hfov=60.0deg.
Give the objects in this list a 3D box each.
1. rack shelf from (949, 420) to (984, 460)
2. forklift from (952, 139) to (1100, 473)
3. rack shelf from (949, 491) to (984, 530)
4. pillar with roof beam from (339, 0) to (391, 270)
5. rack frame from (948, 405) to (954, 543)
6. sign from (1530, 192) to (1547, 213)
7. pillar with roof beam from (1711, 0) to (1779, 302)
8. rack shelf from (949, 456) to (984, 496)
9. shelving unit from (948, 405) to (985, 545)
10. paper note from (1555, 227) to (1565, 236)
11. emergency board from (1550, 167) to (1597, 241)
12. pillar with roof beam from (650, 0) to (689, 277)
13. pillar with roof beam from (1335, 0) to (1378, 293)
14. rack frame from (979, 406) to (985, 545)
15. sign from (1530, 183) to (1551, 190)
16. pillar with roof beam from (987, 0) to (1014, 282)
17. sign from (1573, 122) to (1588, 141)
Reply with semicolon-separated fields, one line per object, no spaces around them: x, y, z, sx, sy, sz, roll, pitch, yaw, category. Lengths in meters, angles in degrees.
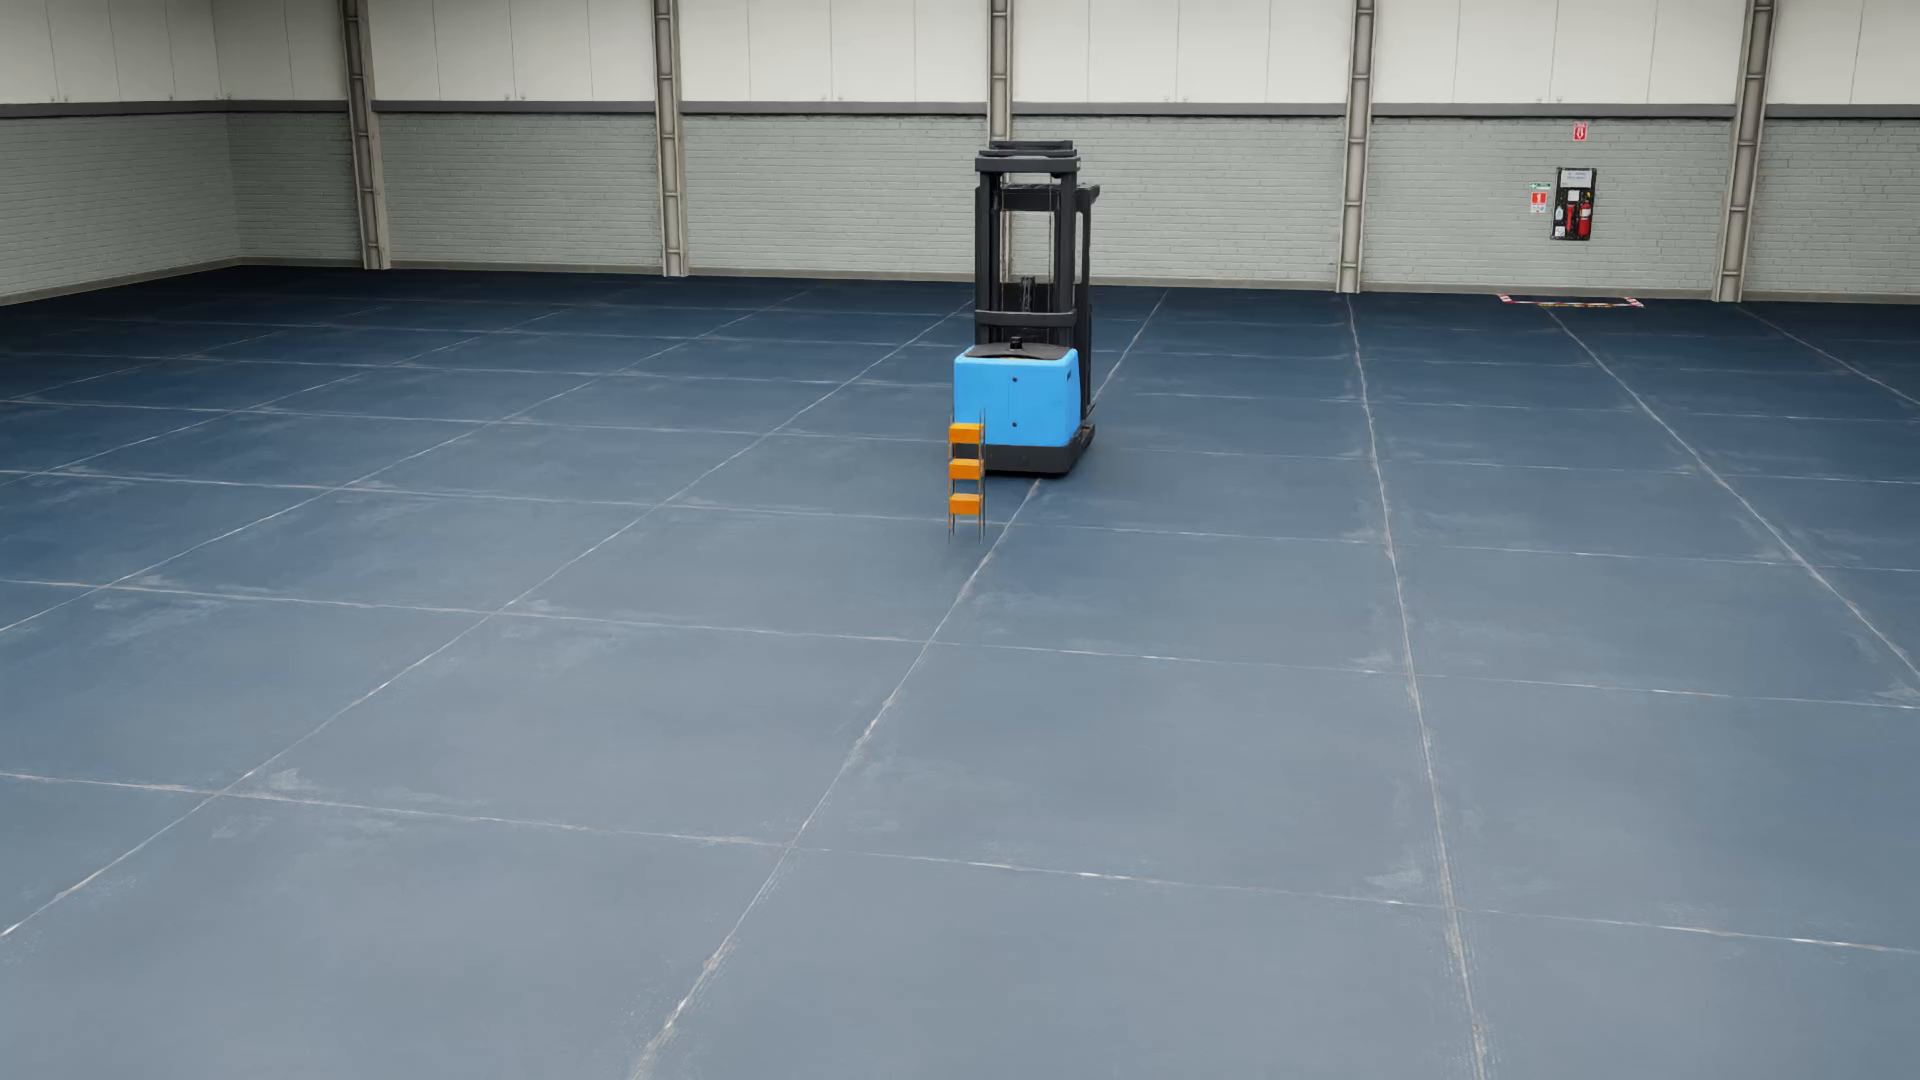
0.052;-0.766;12.769;0.240;0.259;0.215;3;16;11;rack shelf
0.733;-2.362;16.027;1.130;2.935;3.031;3;16;11;forklift
0.052;-0.225;12.919;0.240;0.259;0.215;3;16;11;rack shelf
-11.932;-8.374;26.365;0.400;9.000;9.100;3;16;11;pillar with roof beam
-0.067;-0.510;12.865;0.008;1.050;0.200;3;16;11;rack frame
9.509;-5.547;27.332;0.234;0.329;0.001;3;16;11;sign
11.586;-7.097;21.756;0.400;9.000;9.100;3;16;11;pillar with roof beam
0.052;-0.493;12.844;0.240;0.259;0.215;3;16;11;rack shelf
0.052;-0.503;12.842;0.252;1.050;0.215;3;16;11;shelving unit
9.871;-5.077;27.350;0.142;0.148;0.016;3;16;11;paper note
10.030;-5.474;27.133;0.643;1.169;0.194;3;16;11;emergency board
-6.053;-8.055;25.213;0.400;9.000;9.100;3;16;11;pillar with roof beam
5.707;-7.416;22.908;0.400;9.000;9.100;3;16;11;pillar with roof beam
0.172;-0.497;12.818;0.008;1.050;0.200;3;16;11;rack frame
9.512;-5.800;27.252;0.331;0.109;0.001;3;16;11;sign
-0.173;-7.735;24.060;0.400;9.000;9.100;3;16;11;pillar with roof beam
10.042;-6.617;26.919;0.199;0.298;0.001;3;16;11;sign
